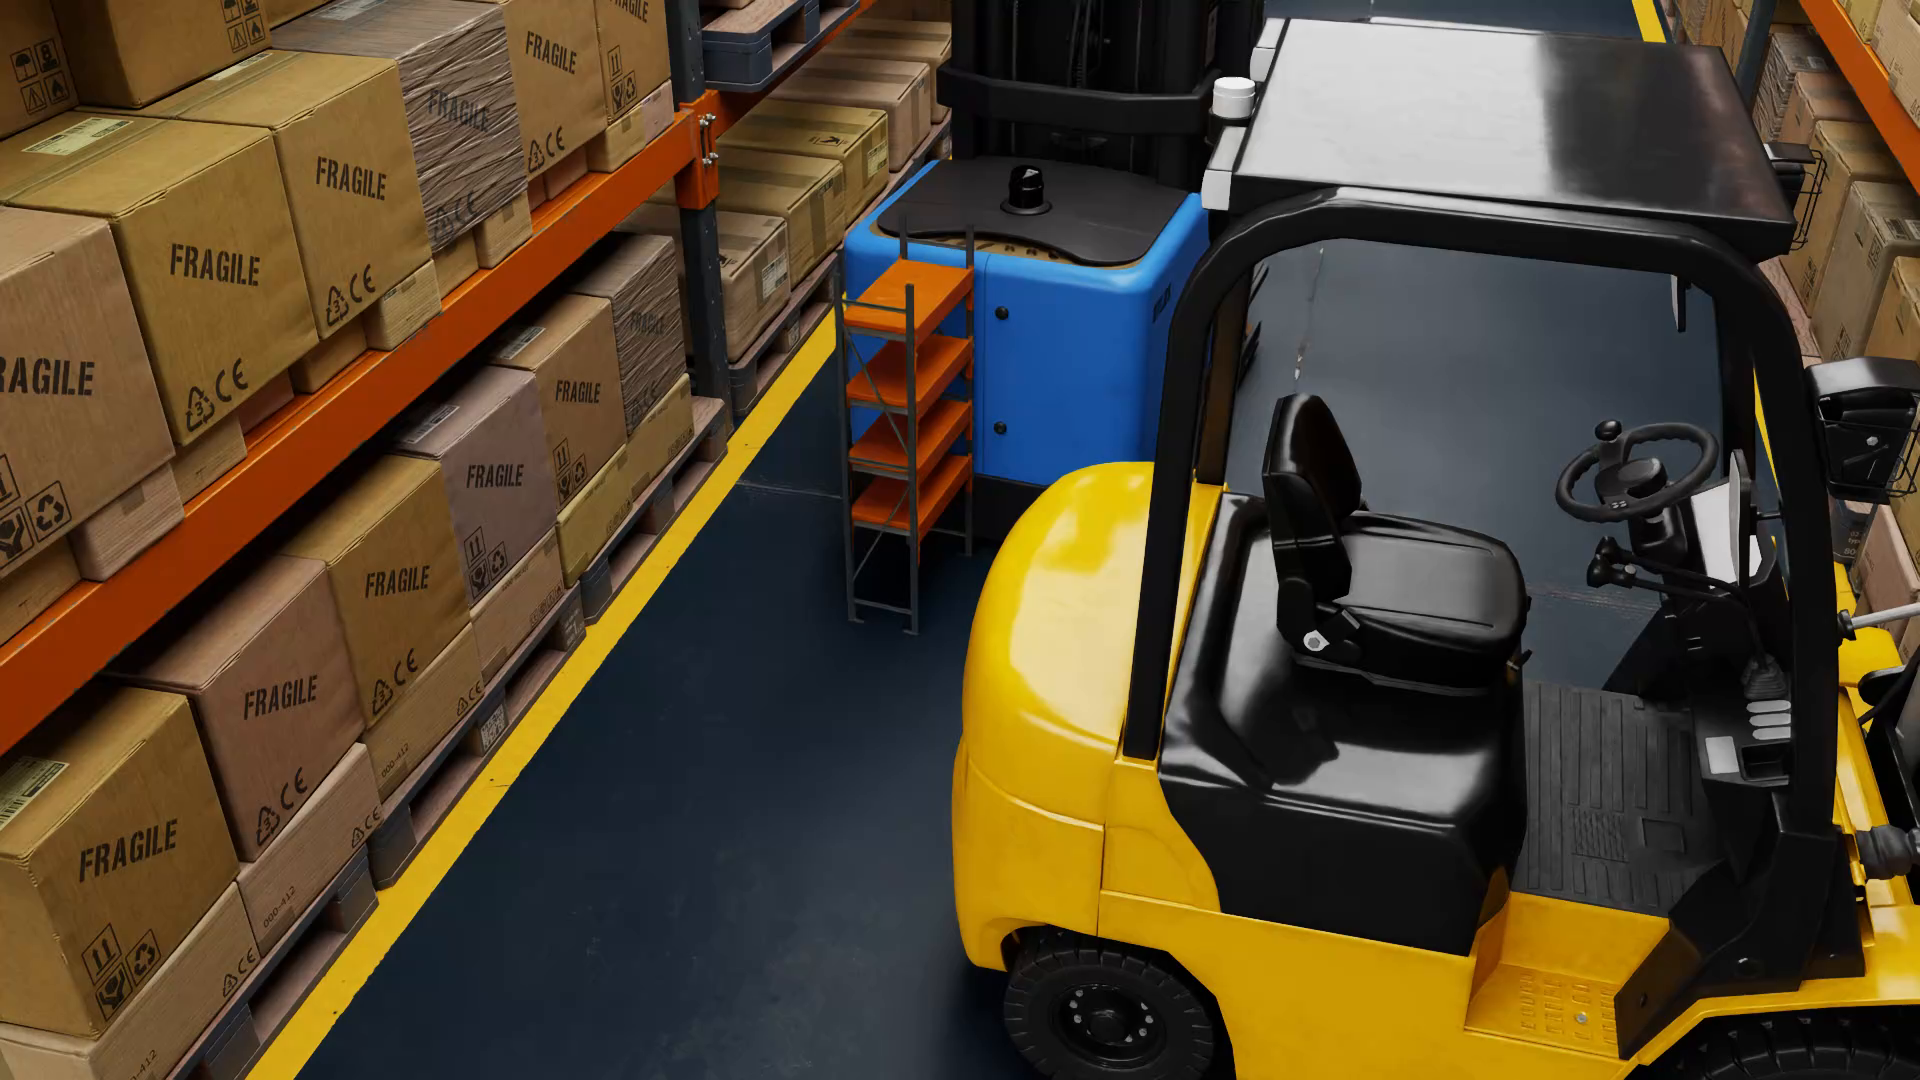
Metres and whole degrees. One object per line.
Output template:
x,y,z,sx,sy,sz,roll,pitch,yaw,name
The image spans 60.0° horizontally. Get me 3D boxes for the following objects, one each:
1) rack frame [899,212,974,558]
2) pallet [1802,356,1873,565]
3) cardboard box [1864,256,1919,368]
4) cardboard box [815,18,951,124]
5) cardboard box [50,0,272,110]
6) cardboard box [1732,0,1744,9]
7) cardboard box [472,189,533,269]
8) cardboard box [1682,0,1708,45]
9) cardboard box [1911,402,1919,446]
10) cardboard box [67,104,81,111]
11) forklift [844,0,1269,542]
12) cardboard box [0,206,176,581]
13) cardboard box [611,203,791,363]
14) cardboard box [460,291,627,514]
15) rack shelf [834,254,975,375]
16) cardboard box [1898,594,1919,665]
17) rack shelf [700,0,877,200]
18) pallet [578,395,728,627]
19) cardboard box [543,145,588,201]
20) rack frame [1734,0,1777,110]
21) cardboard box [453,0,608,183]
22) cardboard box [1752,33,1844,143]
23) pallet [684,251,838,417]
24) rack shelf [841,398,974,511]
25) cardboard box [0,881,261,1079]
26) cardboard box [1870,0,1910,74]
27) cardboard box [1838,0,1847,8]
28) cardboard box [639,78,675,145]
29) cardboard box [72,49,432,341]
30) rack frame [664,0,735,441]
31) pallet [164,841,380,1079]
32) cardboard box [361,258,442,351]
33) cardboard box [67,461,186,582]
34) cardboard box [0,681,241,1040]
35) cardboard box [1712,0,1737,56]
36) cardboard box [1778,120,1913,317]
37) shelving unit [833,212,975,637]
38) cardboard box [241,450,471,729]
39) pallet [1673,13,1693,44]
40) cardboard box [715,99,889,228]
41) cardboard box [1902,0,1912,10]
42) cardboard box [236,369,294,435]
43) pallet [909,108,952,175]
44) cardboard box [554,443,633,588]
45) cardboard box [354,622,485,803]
-0.072,-0.471,5.372,0.240,1.200,0.015,11,34,17,rack frame
3.584,-0.255,5.955,1.003,0.211,1.213,8,33,12,pallet
3.556,-0.492,5.549,0.875,0.625,0.625,9,34,15,cardboard box
-0.506,-2.570,9.055,0.950,0.372,0.625,6,33,9,cardboard box
-2.038,-1.307,3.708,0.700,0.500,0.500,8,33,12,cardboard box
4.369,-2.953,8.933,0.380,0.149,0.250,6,33,10,cardboard box
-1.409,-0.876,4.566,0.380,0.149,0.250,8,33,12,cardboard box
4.730,-3.293,10.073,0.500,0.500,0.500,7,33,11,cardboard box
3.008,-0.275,4.626,0.500,0.250,0.500,8,33,12,cardboard box
-2.103,-0.908,4.012,0.500,0.500,0.500,8,33,13,cardboard box
0.606,-1.945,6.077,1.130,2.935,3.031,11,34,17,forklift
-1.866,-0.287,3.036,0.500,0.500,0.500,9,34,14,cardboard box
-1.237,-1.059,6.678,0.950,0.372,0.625,8,33,13,cardboard box
-1.386,-0.444,5.125,0.500,0.500,0.500,9,33,13,cardboard box
-0.158,-0.680,4.969,0.258,0.148,0.480,11,34,17,rack shelf
2.878,0.410,4.480,0.500,0.250,0.500,7,33,11,cardboard box
-0.860,-2.452,7.482,1.077,0.370,4.000,8,33,12,rack shelf
-1.504,-0.188,5.849,1.003,0.211,1.213,8,33,12,pallet
-1.353,-1.149,4.995,0.380,0.149,0.250,8,33,13,cardboard box
4.450,-3.120,7.862,1.000,3.000,0.127,8,33,12,rack frame
-1.364,-1.353,4.712,0.500,0.500,0.500,9,34,14,cardboard box
4.278,-1.973,7.880,0.875,0.625,0.625,9,34,14,cardboard box
-1.171,-0.946,7.041,1.003,0.211,1.213,8,33,12,pallet
-0.158,-0.292,5.216,0.258,0.148,0.480,11,34,17,rack shelf
-1.911,0.960,3.616,0.500,0.250,0.500,8,33,12,cardboard box
3.587,-1.793,5.915,0.500,0.250,0.500,8,33,13,cardboard box
3.844,-2.331,6.761,0.500,0.250,0.500,7,33,11,cardboard box
-1.154,-1.404,5.396,0.380,0.149,0.250,8,33,12,cardboard box
-1.617,-0.817,3.869,0.500,0.500,0.500,7,33,11,cardboard box
-1.368,-1.718,5.657,1.000,3.000,0.127,8,33,12,rack frame
-2.123,1.078,3.857,1.003,0.211,1.213,8,33,12,pallet
-1.533,-0.609,4.146,0.380,0.149,0.250,8,33,13,cardboard box
-1.791,-0.069,3.298,0.380,0.149,0.250,9,33,13,cardboard box
-1.905,0.631,3.434,0.500,0.500,0.500,7,33,11,cardboard box
4.486,-2.749,9.217,0.500,0.500,0.500,8,33,12,cardboard box
3.949,-1.284,6.795,0.875,0.625,0.625,7,33,10,cardboard box
-0.158,-0.348,5.180,0.258,1.200,0.503,11,34,17,shelving unit
-1.641,0.100,4.270,0.500,0.500,0.500,9,33,13,cardboard box
4.987,-2.957,10.204,1.003,0.211,1.213,8,33,12,pallet
-0.883,-1.793,7.833,0.950,0.372,0.625,9,34,14,cardboard box
3.571,-2.014,5.796,0.500,0.250,0.500,9,33,13,cardboard box
-1.749,-0.354,3.745,0.380,0.149,0.250,9,34,14,cardboard box
-0.552,-2.212,9.032,1.003,0.211,1.213,8,33,12,pallet
-1.383,-0.114,5.305,0.500,0.250,0.500,7,33,11,cardboard box
-1.647,0.411,4.479,0.500,0.250,0.500,10,34,16,cardboard box
